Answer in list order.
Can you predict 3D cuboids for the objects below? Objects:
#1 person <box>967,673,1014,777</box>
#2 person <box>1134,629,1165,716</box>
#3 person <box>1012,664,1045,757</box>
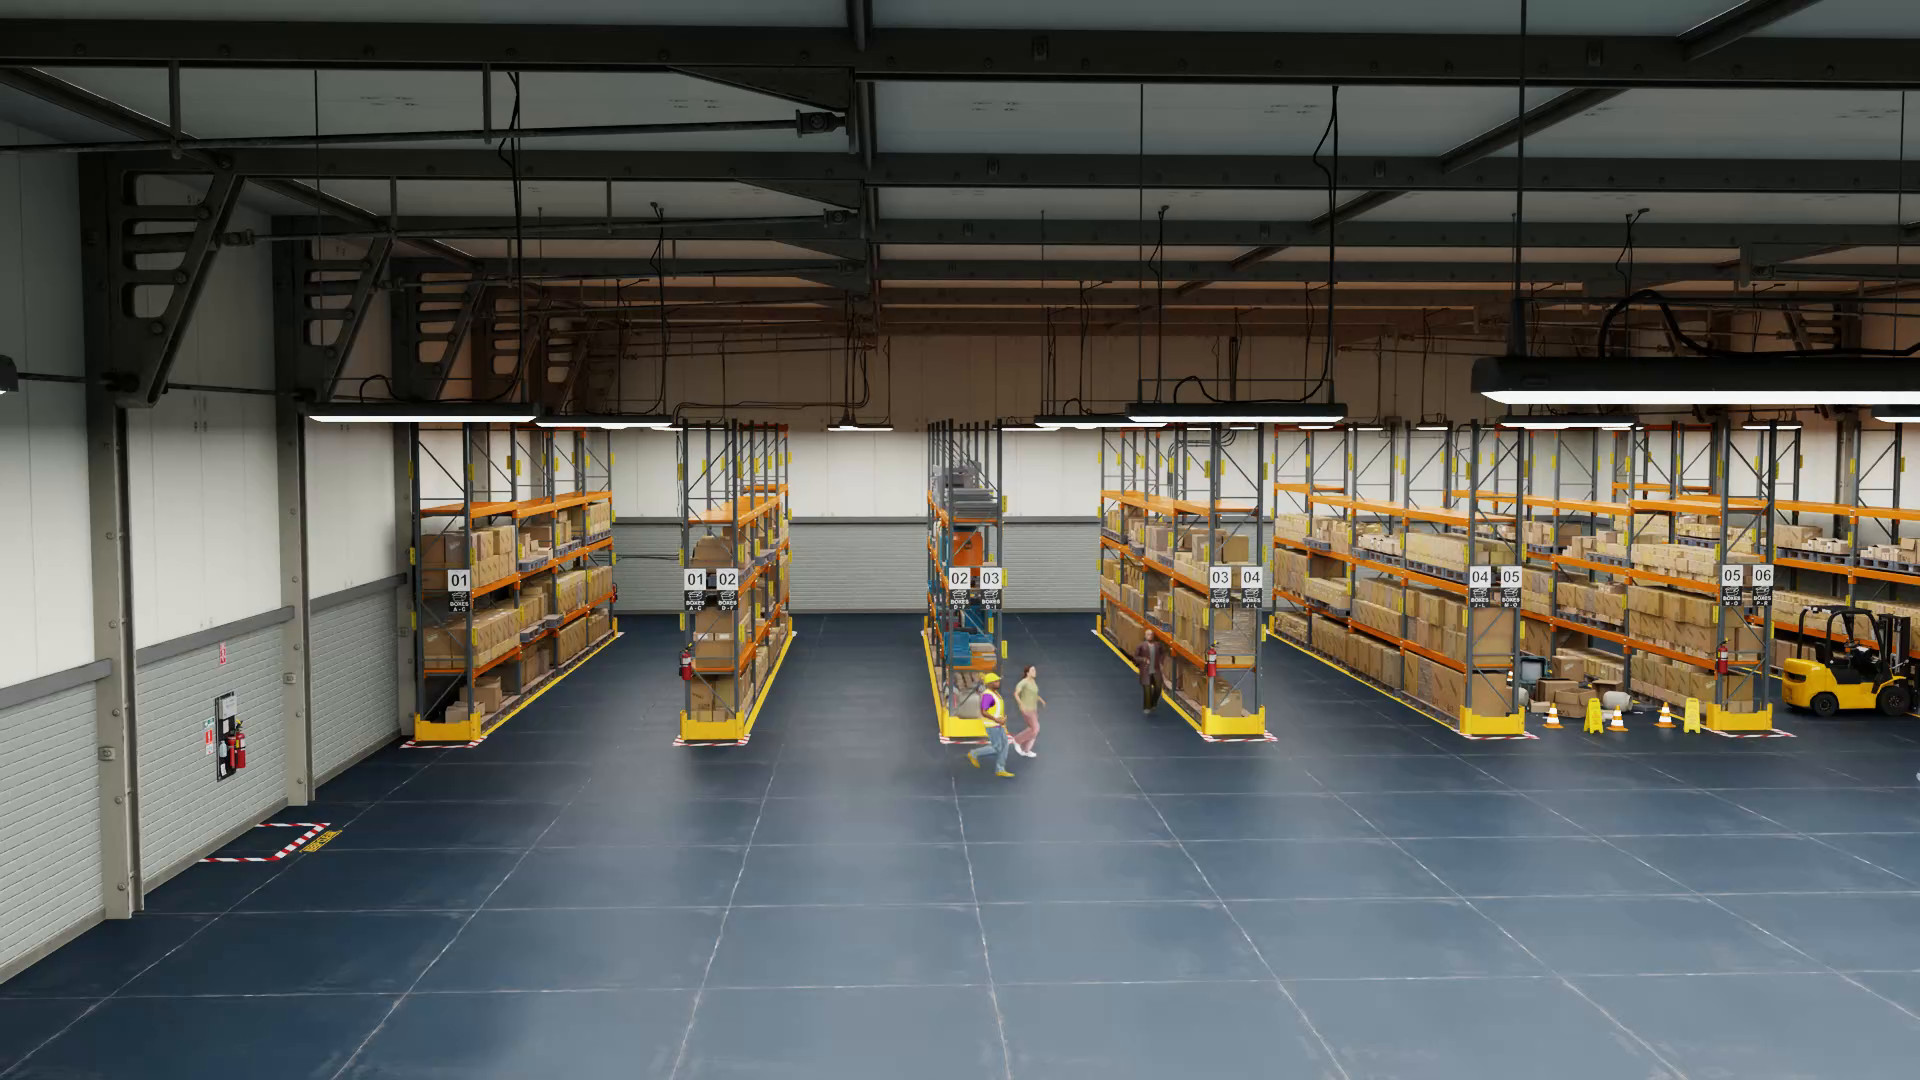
[{"bbox_3d":[0.528,3.081,27.728,0.787,1.735,0.698,1,4,16],"label":"person"},{"bbox_3d":[3.866,2.694,33.608,0.693,1.768,0.681,0,4,-7],"label":"person"},{"bbox_3d":[1.218,3.018,29.516,0.538,1.638,0.593,2,4,28],"label":"person"}]
